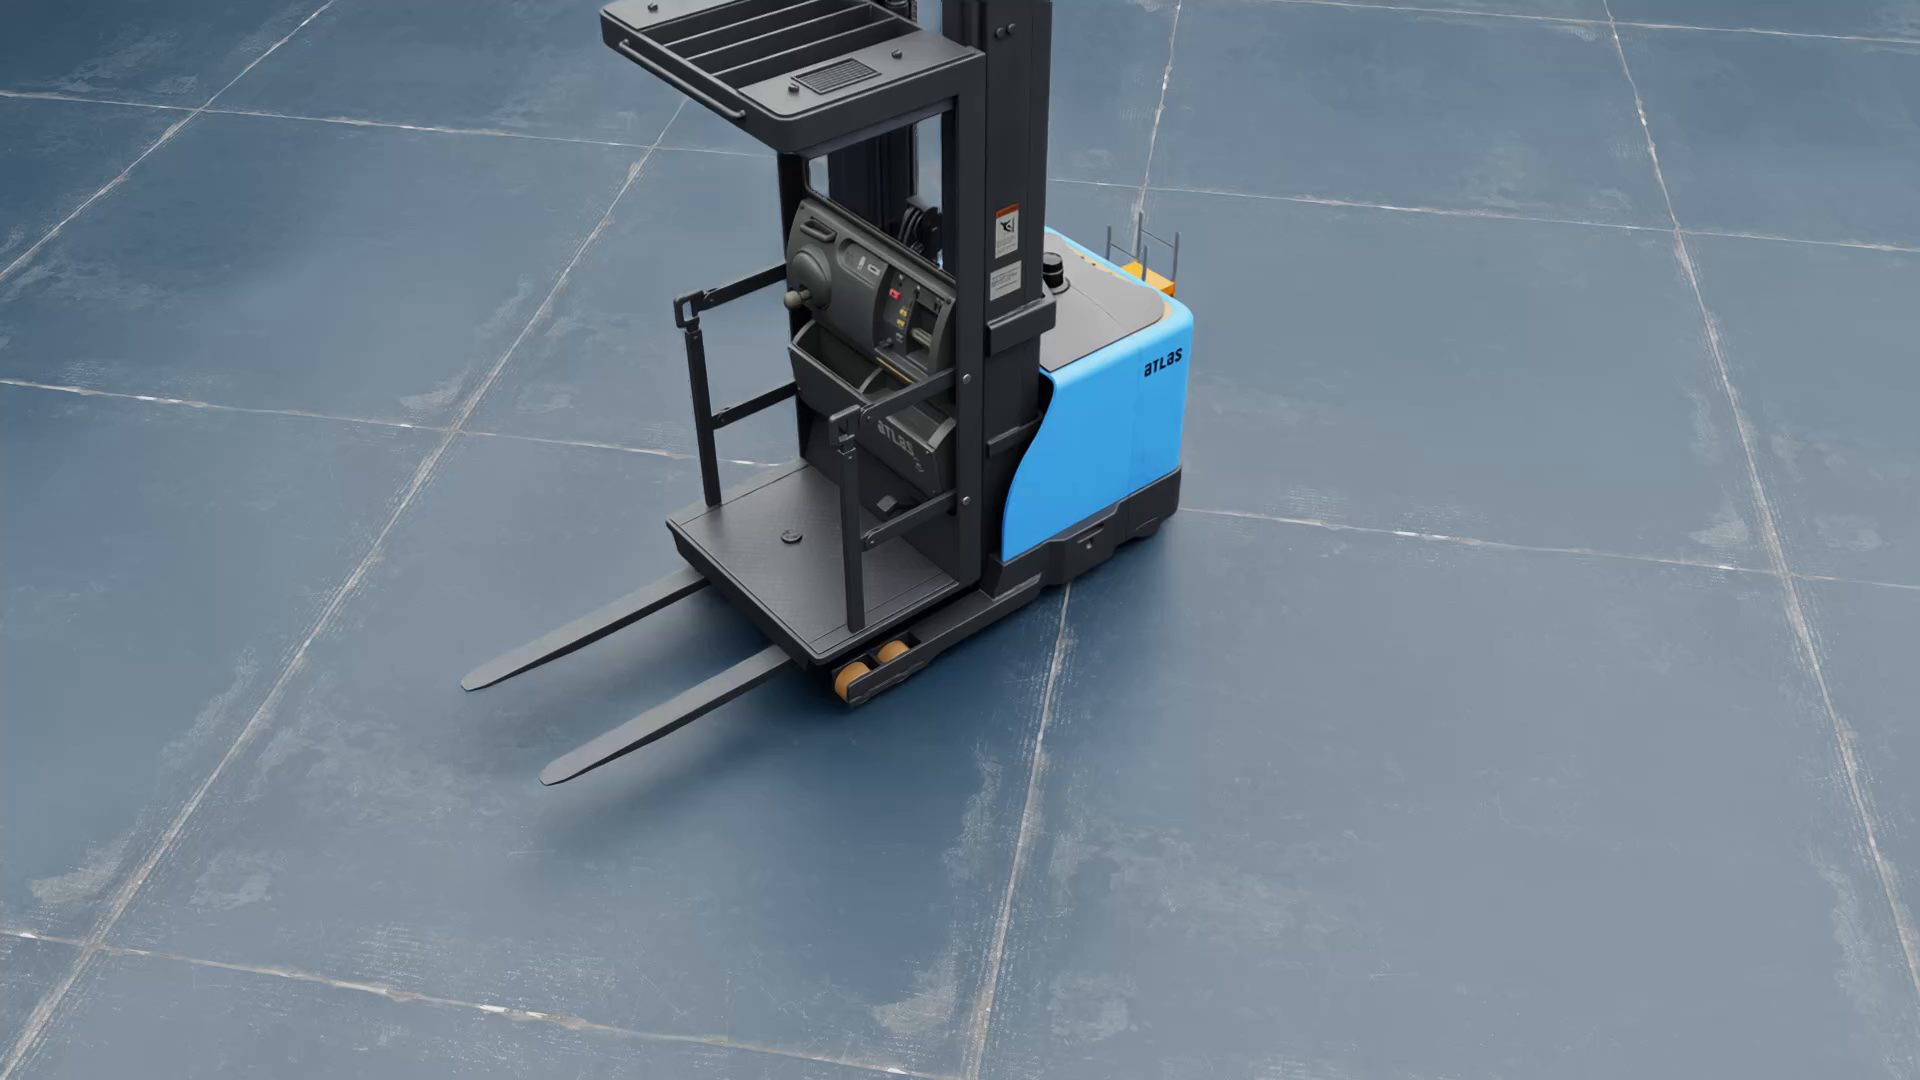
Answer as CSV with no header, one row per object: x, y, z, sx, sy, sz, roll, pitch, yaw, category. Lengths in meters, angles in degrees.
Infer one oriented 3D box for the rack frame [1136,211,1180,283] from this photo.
0.838,-0.873,7.365,0.006,1.200,0.240,-28,47,-29,rack frame

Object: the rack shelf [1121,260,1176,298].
0.767,-1.080,7.119,0.180,0.103,0.258,-28,47,-29,rack shelf

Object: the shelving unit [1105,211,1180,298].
0.767,-0.836,7.320,0.189,1.200,0.258,-28,47,-29,shelving unit

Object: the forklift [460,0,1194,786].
-0.501,-0.868,6.000,3.031,2.935,1.130,-28,47,-29,forklift

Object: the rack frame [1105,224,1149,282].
0.696,-0.800,7.275,0.006,1.200,0.240,-28,47,-29,rack frame
